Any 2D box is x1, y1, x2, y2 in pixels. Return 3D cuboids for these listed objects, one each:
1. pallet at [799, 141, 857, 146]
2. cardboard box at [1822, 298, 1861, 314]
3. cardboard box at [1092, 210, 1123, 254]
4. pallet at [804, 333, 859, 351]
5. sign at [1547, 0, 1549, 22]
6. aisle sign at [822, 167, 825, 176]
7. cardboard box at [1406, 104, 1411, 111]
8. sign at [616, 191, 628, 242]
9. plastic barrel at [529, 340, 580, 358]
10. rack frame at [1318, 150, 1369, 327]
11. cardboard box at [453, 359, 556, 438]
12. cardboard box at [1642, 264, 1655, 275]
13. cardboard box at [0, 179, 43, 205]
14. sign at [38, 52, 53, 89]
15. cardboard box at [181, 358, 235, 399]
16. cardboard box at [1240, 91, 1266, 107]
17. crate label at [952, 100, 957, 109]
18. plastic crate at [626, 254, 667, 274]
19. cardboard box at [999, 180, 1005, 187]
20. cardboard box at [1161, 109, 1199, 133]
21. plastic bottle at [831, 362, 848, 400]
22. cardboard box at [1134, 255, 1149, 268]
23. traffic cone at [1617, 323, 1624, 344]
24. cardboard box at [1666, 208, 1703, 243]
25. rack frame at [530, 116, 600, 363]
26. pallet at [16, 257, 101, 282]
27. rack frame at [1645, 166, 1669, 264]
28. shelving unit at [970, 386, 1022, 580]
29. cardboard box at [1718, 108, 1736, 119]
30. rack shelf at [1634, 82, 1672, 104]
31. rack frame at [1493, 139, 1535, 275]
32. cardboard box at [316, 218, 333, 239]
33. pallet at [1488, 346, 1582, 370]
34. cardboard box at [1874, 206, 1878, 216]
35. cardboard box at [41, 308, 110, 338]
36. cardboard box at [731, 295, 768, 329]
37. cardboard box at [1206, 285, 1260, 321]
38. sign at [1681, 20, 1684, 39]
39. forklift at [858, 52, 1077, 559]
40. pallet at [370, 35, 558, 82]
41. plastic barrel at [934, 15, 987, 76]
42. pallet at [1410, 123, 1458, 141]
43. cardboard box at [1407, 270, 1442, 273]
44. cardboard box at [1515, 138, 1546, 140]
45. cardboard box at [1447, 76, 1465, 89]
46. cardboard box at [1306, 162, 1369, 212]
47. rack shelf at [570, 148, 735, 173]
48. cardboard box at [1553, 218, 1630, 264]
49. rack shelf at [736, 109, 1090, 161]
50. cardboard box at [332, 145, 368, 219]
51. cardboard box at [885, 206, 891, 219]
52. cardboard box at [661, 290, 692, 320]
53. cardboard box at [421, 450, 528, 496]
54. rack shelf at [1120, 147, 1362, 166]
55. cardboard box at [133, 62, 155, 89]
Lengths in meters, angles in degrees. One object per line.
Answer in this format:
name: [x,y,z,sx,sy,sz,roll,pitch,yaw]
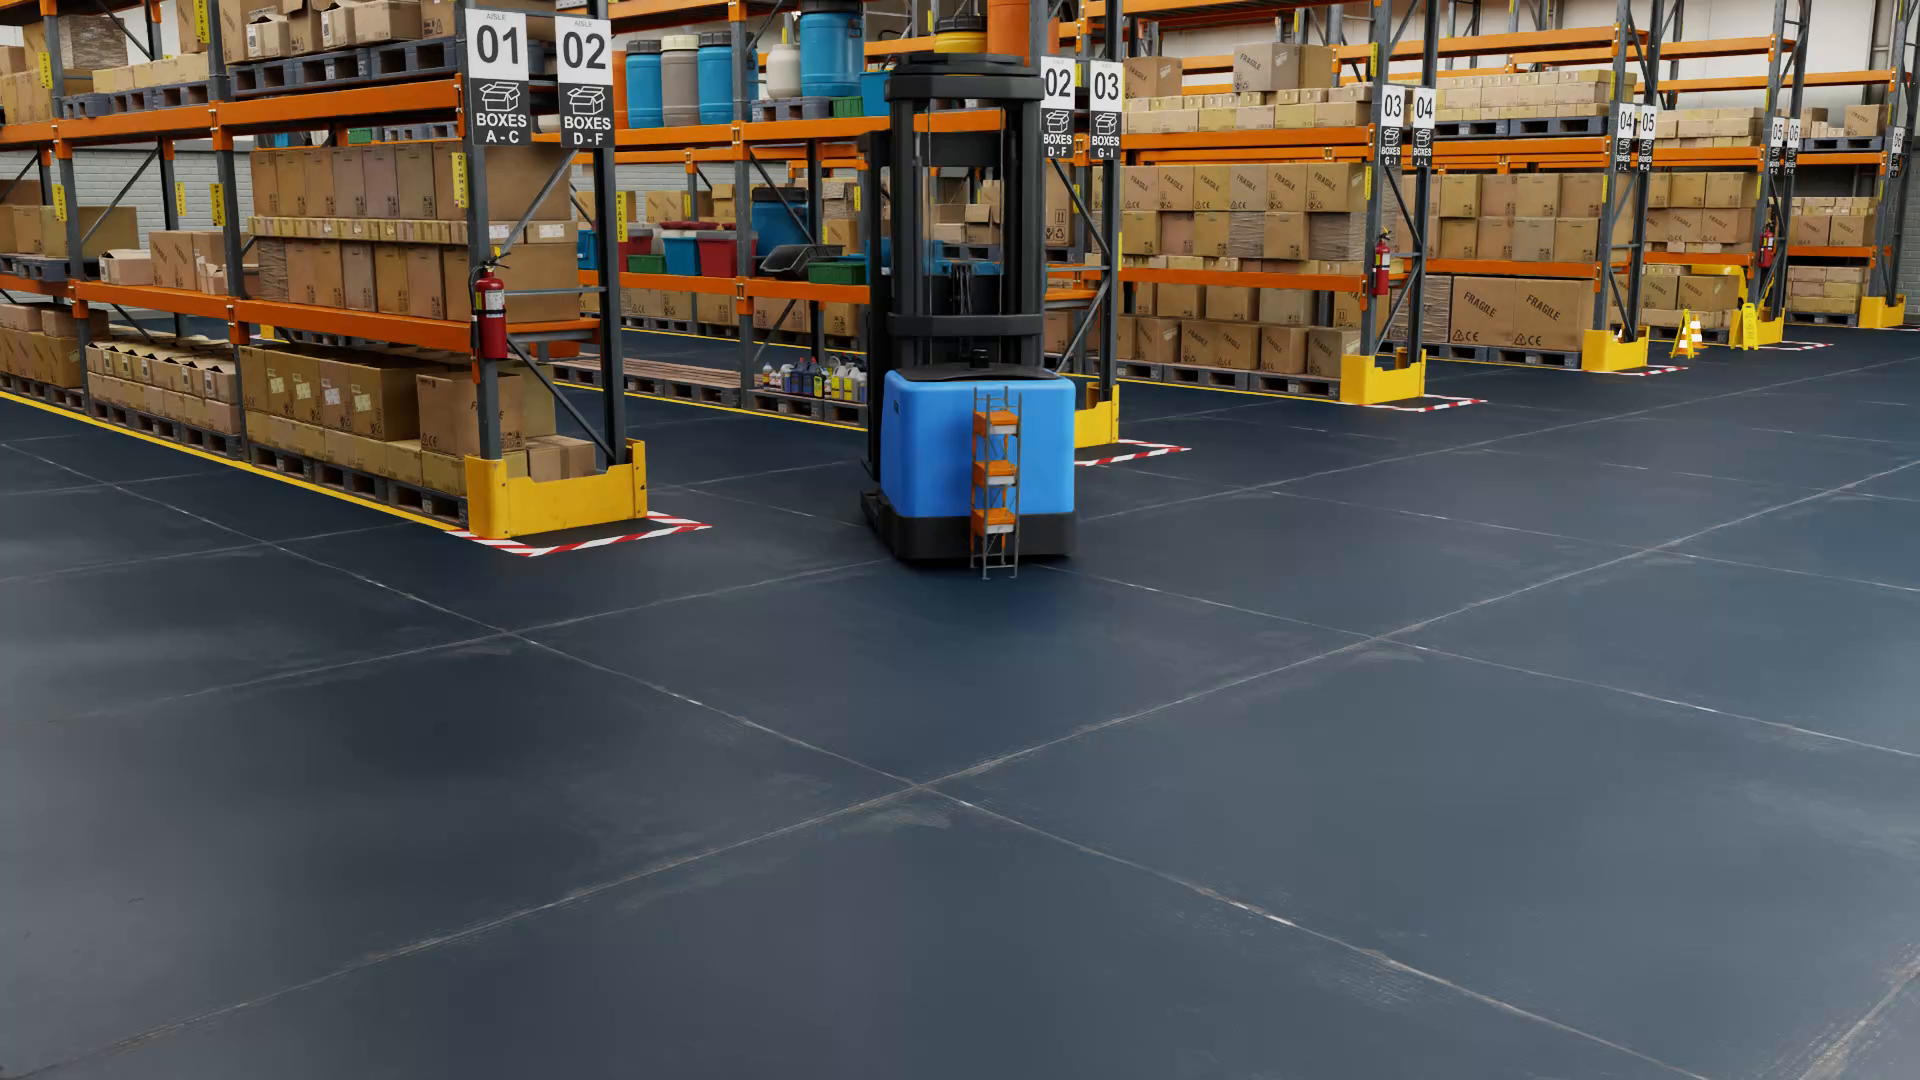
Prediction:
pallet: [-1.471,-5.588,23.107,1.213,0.211,1.003,-10,15,-40]
cardboard box: [14.739,-3.914,27.720,0.500,0.250,0.500,-11,16,-42]
cardboard box: [2.040,-3.661,19.736,0.875,0.500,0.500,-11,16,-43]
pallet: [-1.478,-2.884,23.861,1.003,0.211,1.213,-11,16,-43]
sign: [9.347,-8.429,26.486,0.100,0.325,0.005,-11,16,-43]
aisle sign: [-2.689,-7.294,31.913,0.394,0.787,0.004,-11,16,-43]
cardboard box: [5.916,-5.829,22.158,0.500,0.250,0.500,-11,16,-43]
sign: [-2.225,-2.116,10.881,0.100,0.325,0.005,-11,16,-43]
plastic barrel: [-4.920,-2.646,20.132,0.600,0.830,0.708,-11,16,-43]
rack frame: [5.431,-4.217,23.420,1.000,3.000,0.127,-11,16,-43]
cardboard box: [-3.187,-0.985,11.648,0.500,0.500,0.500,-11,16,-43]
cardboard box: [10.308,-4.082,25.074,0.380,0.149,0.250,-10,15,-40]
cardboard box: [-11.040,-3.975,19.519,0.500,0.500,0.500,-10,16,-41]
sign: [-8.549,-4.391,15.552,0.100,0.325,0.005,-11,16,-43]
cardboard box: [-6.244,-1.389,14.075,0.500,0.311,0.500,-10,16,-41]
cardboard box: [3.226,-4.736,17.887,0.250,0.149,0.380,11,16,42]
crate label: [-0.099,-3.982,15.215,0.502,0.251,0.408,-11,16,-43]
plastic crate: [-3.215,-2.961,17.851,0.450,0.188,0.662,-11,16,-43]
cardboard box: [1.029,-7.357,34.326,0.380,0.149,0.250,-10,15,-41]
cardboard box: [2.604,-4.684,18.626,0.500,0.250,0.500,11,16,43]
plastic bottle: [-1.127,-1.503,15.722,0.144,0.351,0.185,-11,16,-43]
cardboard box: [2.241,-3.238,19.291,0.380,0.149,0.250,-11,16,-43]
traffic cone: [8.854,-2.666,22.179,0.336,0.463,0.334,-11,16,-43]
cardboard box: [10.788,-4.647,24.522,0.500,0.500,0.500,-11,16,-42]
rack frame: [-4.570,-3.434,19.620,1.000,3.000,0.127,-11,16,-43]
pallet: [-8.674,-2.740,16.724,1.213,0.211,1.003,-11,16,-43]
rack frame: [12.529,-5.614,30.199,1.000,3.000,0.127,-11,16,-43]
shelving unit: [0.199,-0.321,9.305,0.215,1.050,0.252,-3,16,-16]
cardboard box: [11.107,-6.126,23.897,0.380,0.149,0.250,-11,16,-42]
rack shelf: [11.148,-8.296,31.124,1.077,0.370,4.000,-11,16,-43]
rack frame: [8.942,-4.922,26.839,1.000,3.000,0.127,-11,16,-43]
cardboard box: [-4.455,-2.274,12.132,0.250,0.149,0.380,11,16,43]
pallet: [7.585,-2.373,21.381,1.003,0.211,1.213,-11,16,-43]
cardboard box: [15.245,-5.482,27.706,0.250,0.149,0.380,11,16,44]
cardboard box: [-9.013,-2.214,16.945,0.500,0.250,0.500,-10,15,-40]
cardboard box: [-2.676,-3.652,24.903,0.875,0.875,1.225,11,16,43]
cardboard box: [4.274,-3.540,24.669,1.050,0.750,0.750,-11,16,-43]
sign: [12.948,-9.161,29.842,0.100,0.325,0.005,-11,16,-43]
forklift: [-0.066,-1.572,10.752,1.130,2.935,3.031,-2,12,-9]
pallet: [-3.100,-3.110,10.830,1.003,0.211,1.213,-11,16,-43]
plastic barrel: [0.075,-4.182,14.311,0.600,0.588,0.600,0,12,0]
pallet: [5.989,-5.522,22.539,1.003,0.211,1.213,-11,16,-43]
cardboard box: [9.319,-5.211,33.397,0.500,0.500,0.500,-10,15,-41]
cardboard box: [9.048,-6.361,26.025,0.500,0.250,0.500,-11,16,-44]
cardboard box: [6.488,-5.886,21.444,0.380,0.149,0.250,-11,16,-43]
cardboard box: [3.978,-3.687,17.385,0.500,0.500,0.500,-11,16,-43]
rack shelf: [-5.132,-6.117,26.990,1.077,0.370,4.000,-11,16,-43]
cardboard box: [7.905,-3.755,20.803,0.875,0.550,0.550,-11,16,-43]
rack shelf: [-0.427,-3.675,15.140,1.077,0.370,4.000,-11,16,-43]
cardboard box: [-4.042,-2.561,11.921,0.700,0.500,0.500,-11,16,-43]
cardboard box: [-0.989,-5.686,29.567,0.500,0.500,0.500,11,16,44]
cardboard box: [-4.148,-3.981,26.497,0.875,0.875,0.875,-11,16,-43]
cardboard box: [-3.215,-0.473,11.020,0.500,0.250,0.500,-11,16,-43]
rack shelf: [4.050,-5.626,24.606,1.077,0.370,4.000,-11,16,-43]
cardboard box: [-7.039,-4.128,14.887,0.500,0.250,0.500,-11,16,-44]
